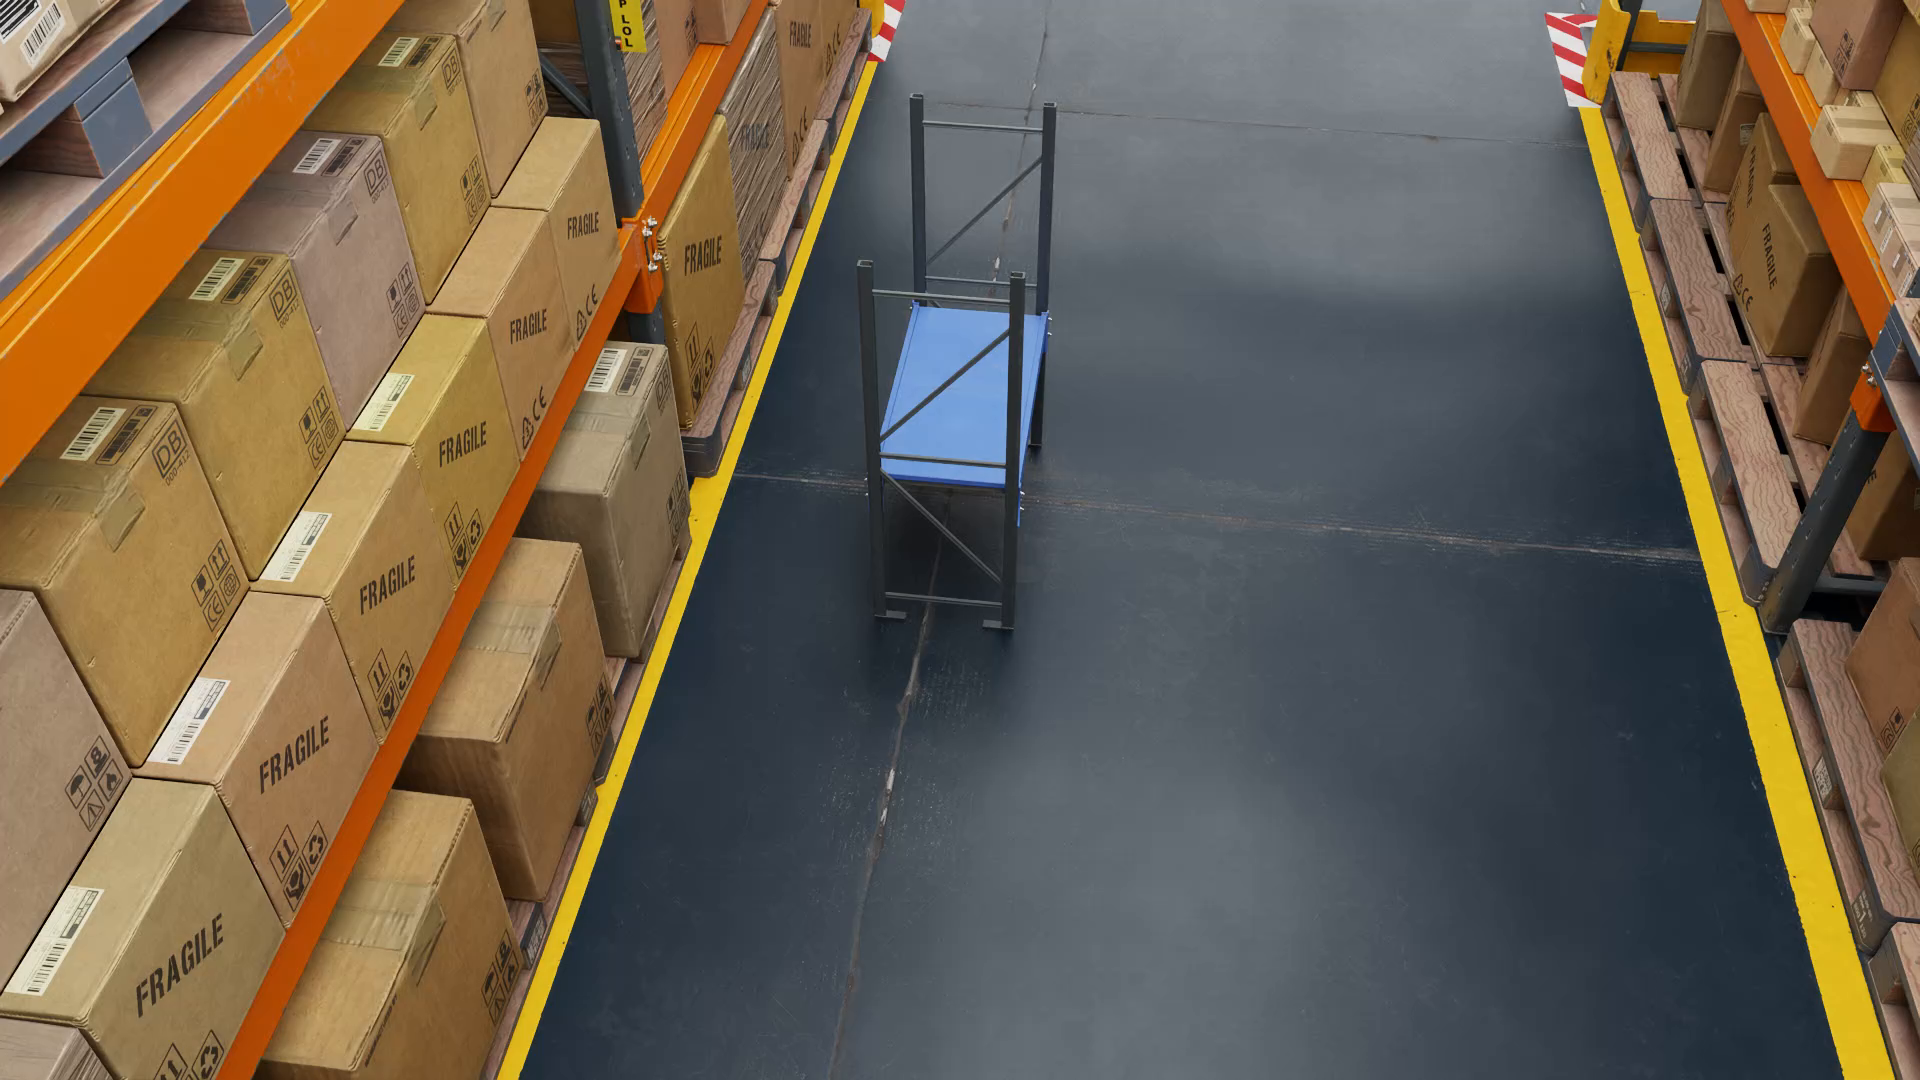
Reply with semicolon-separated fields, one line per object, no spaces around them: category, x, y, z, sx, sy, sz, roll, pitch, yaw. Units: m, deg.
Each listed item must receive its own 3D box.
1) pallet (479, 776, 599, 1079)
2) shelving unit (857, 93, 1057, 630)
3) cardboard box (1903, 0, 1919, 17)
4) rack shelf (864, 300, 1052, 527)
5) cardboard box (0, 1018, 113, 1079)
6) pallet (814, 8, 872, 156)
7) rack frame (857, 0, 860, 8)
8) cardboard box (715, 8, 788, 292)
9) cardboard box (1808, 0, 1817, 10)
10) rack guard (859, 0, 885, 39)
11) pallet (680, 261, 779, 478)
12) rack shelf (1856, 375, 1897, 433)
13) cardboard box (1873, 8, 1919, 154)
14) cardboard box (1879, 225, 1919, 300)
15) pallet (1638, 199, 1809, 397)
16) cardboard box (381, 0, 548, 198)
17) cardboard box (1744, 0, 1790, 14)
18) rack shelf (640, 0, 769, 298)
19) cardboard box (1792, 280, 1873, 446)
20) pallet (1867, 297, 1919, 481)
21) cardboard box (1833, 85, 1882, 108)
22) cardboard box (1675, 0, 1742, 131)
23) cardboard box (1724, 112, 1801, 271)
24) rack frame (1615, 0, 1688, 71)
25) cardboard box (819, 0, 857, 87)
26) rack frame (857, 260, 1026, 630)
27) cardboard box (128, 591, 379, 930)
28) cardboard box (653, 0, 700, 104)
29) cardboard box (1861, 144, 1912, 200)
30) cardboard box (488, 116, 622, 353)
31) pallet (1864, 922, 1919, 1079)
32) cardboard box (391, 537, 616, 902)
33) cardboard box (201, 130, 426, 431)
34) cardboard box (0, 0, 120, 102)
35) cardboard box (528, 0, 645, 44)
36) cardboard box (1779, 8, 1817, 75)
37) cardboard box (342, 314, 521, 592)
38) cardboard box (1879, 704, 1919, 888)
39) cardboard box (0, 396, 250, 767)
pallet;-1.736;1.110;4.925;1.003;0.211;1.213;5;44;6
shelving unit;0.011;-0.603;5.796;0.538;1.500;1.048;5;44;6
cardboard box;3.205;-1.930;5.090;0.500;0.500;0.500;5;44;6
rack shelf;0.011;-0.472;5.919;0.538;0.185;1.000;5;44;6
cardboard box;-1.752;1.139;2.793;0.500;0.500;0.500;6;44;6
pallet;-1.049;-2.431;8.664;1.003;0.211;1.213;5;44;6
rack frame;-1.021;-3.996;8.288;1.000;3.000;0.127;5;44;6
cardboard box;-1.282;-1.687;7.090;0.875;0.875;0.875;6;44;6
cardboard box;3.648;-2.220;6.124;0.875;0.500;0.500;5;44;6
rack guard;-1.018;-3.104;9.165;1.175;0.500;0.348;5;44;6
pallet;-1.372;-0.768;6.908;1.003;0.211;1.213;5;44;6
rack shelf;3.089;0.874;3.668;1.077;0.370;4.000;5;44;6
cardboard box;3.575;-1.533;5.398;0.875;0.500;0.500;5;44;6
cardboard box;3.090;-0.832;5.130;0.380;0.149;0.250;5;44;6
pallet;3.566;-1.032;7.186;1.003;0.211;1.213;5;44;6
cardboard box;-1.610;-1.330;4.673;0.700;0.500;0.500;5;44;5
cardboard box;3.313;-2.199;6.573;0.380;0.149;0.250;5;44;6
rack shelf;-1.286;-2.371;7.096;1.077;0.370;4.000;5;44;6
cardboard box;3.514;-0.655;6.272;0.500;0.500;0.500;19;46;19
pallet;3.108;-0.173;4.390;1.003;0.211;1.213;5;44;6
cardboard box;3.311;-1.505;5.841;0.380;0.149;0.250;5;44;6
cardboard box;3.783;-2.297;8.006;0.500;0.500;0.500;13;45;13
cardboard box;3.636;-1.461;7.124;0.500;0.500;0.500;9;44;9
rack frame;3.882;-3.476;7.739;1.000;3.000;0.127;5;44;6
cardboard box;-1.045;-2.908;8.380;0.875;0.875;0.875;5;44;6
rack frame;-0.056;-0.256;5.430;0.500;1.500;0.032;5;44;6
cardboard box;-1.620;0.448;3.522;0.500;0.500;0.500;5;44;5
cardboard box;-1.463;-1.953;6.022;0.875;0.550;0.550;5;44;6
cardboard box;3.225;-1.166;5.483;0.380;0.149;0.250;5;44;6
cardboard box;-1.354;-0.926;4.973;0.500;0.500;0.500;5;44;5
pallet;3.093;1.627;4.378;1.003;0.211;1.213;5;44;6
cardboard box;-1.674;0.483;4.889;1.050;0.750;0.750;5;44;6
cardboard box;-1.743;-0.635;3.939;0.700;0.500;0.500;6;44;6
cardboard box;-1.631;-0.954;2.581;0.500;0.311;0.500;5;44;5
cardboard box;-1.467;-1.964;5.249;0.875;0.550;0.550;5;44;6
cardboard box;3.303;-1.853;6.208;0.380;0.149;0.250;5;44;6
cardboard box;-1.488;-0.237;4.246;0.500;0.500;0.500;6;44;6
cardboard box;3.169;0.738;4.787;0.700;0.500;0.500;5;44;5
cardboard box;-1.878;0.057;3.208;0.700;0.500;0.500;5;44;5
